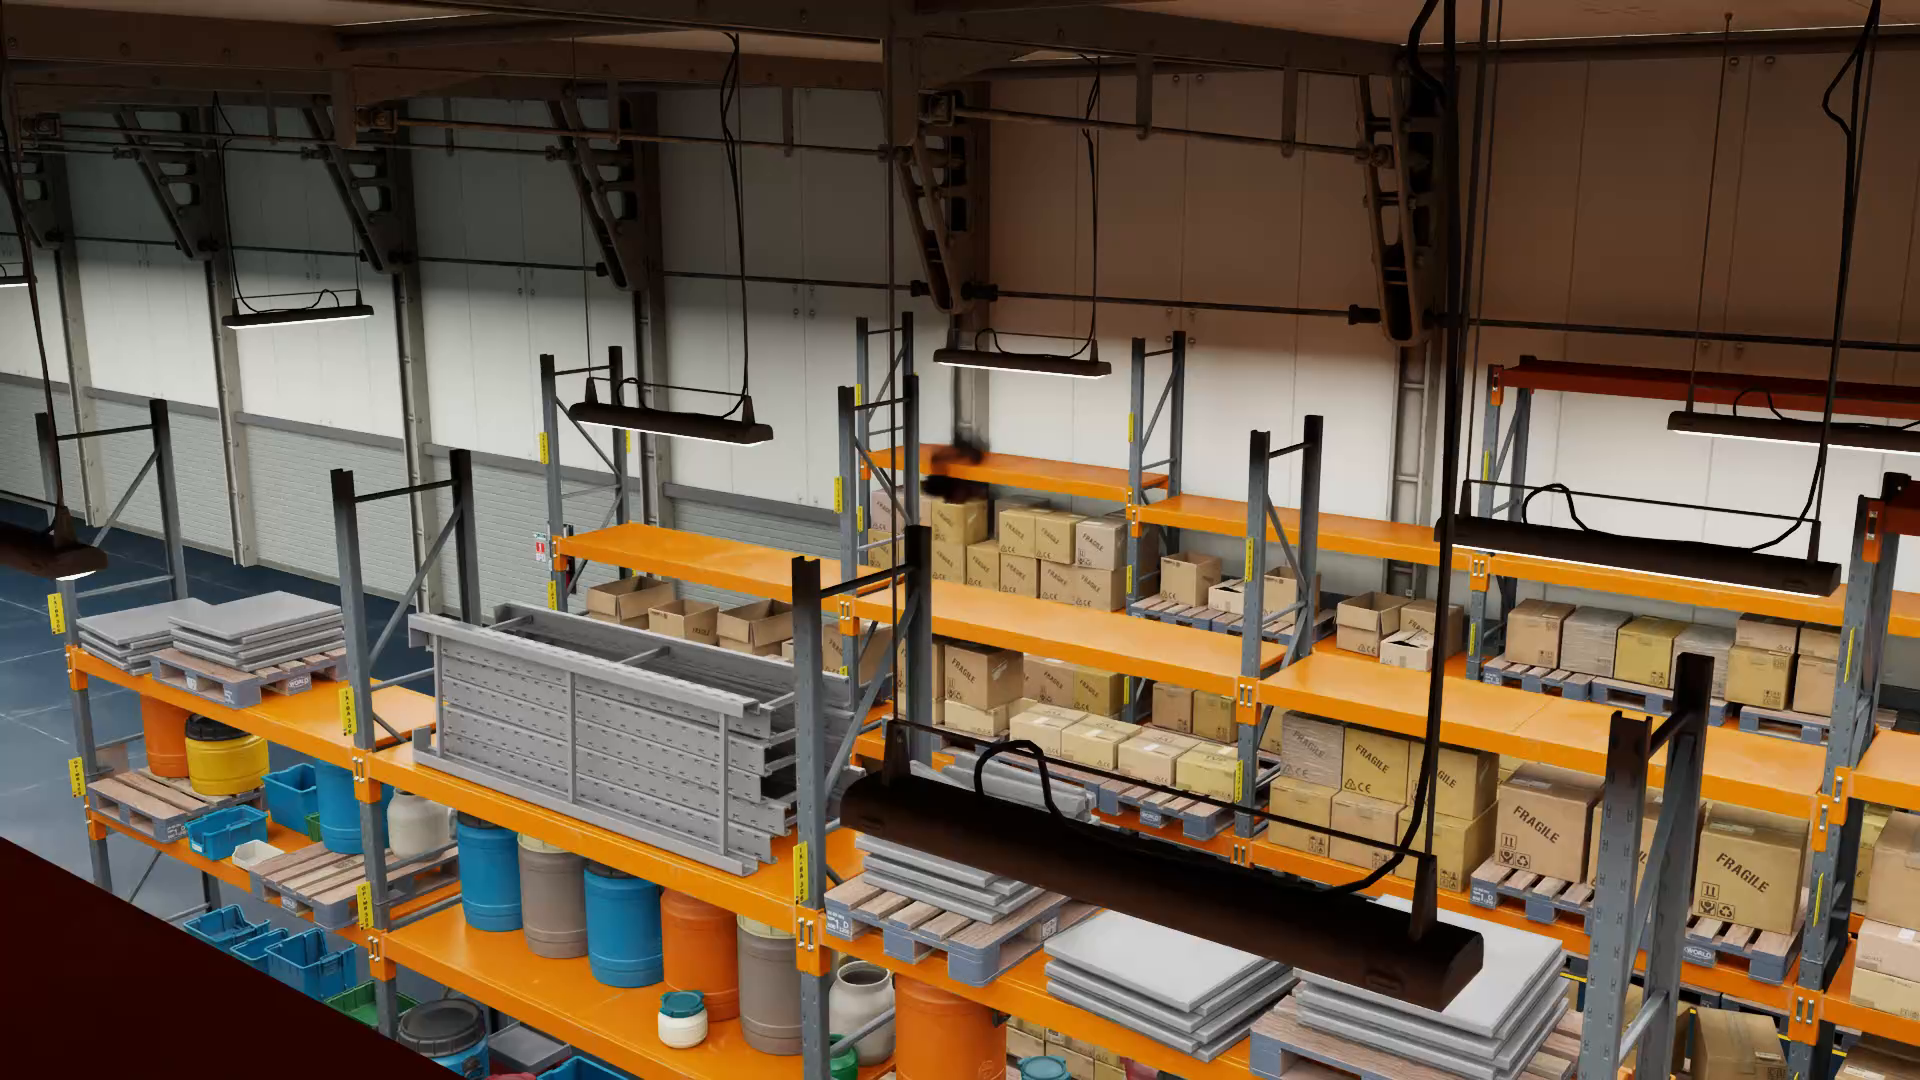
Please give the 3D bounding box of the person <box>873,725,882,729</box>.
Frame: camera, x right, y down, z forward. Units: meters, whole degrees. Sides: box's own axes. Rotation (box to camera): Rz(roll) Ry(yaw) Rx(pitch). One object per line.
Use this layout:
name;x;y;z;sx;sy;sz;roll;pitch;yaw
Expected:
person;-0.829;2.783;18.222;0.774;1.719;0.608;12;18;42

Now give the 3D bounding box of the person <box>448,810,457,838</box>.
person;-6.277;2.779;19.326;0.980;1.792;0.656;-8;15;-31
